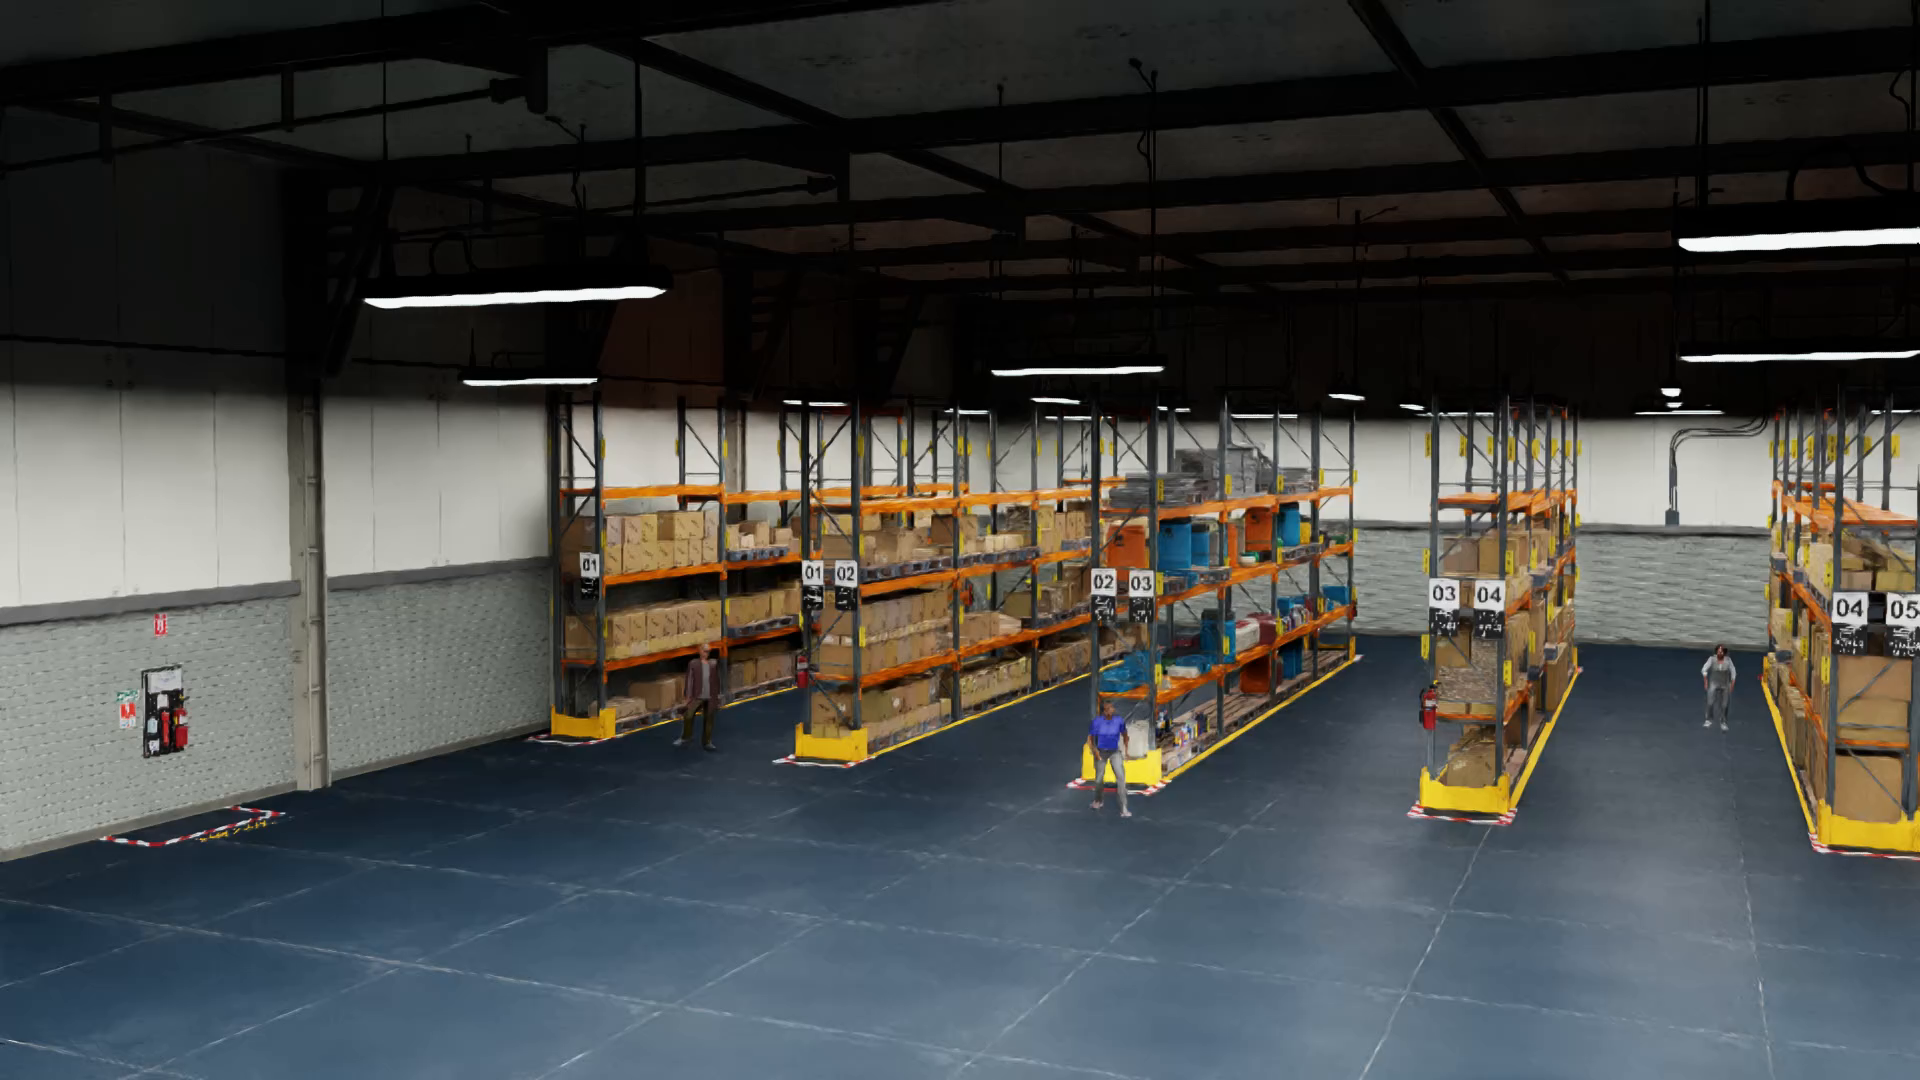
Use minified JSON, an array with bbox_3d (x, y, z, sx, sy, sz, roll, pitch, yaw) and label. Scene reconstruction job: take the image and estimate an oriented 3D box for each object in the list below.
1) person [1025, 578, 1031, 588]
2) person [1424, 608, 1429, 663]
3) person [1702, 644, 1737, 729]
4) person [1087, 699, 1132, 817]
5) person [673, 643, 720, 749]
[{"bbox_3d":[1.766,1.827,41.170,0.468,1.770,0.640,0,3,7],"label":"person"},{"bbox_3d":[10.974,1.976,38.411,0.503,1.773,0.664,1,3,16],"label":"person"},{"bbox_3d":[13.518,2.704,29.635,0.564,1.335,0.519,1,3,21],"label":"person"},{"bbox_3d":[2.057,2.947,22.770,0.621,1.574,0.828,0,3,7],"label":"person"},{"bbox_3d":[-4.380,2.639,27.679,0.786,1.666,0.525,-1,3,-16],"label":"person"}]
